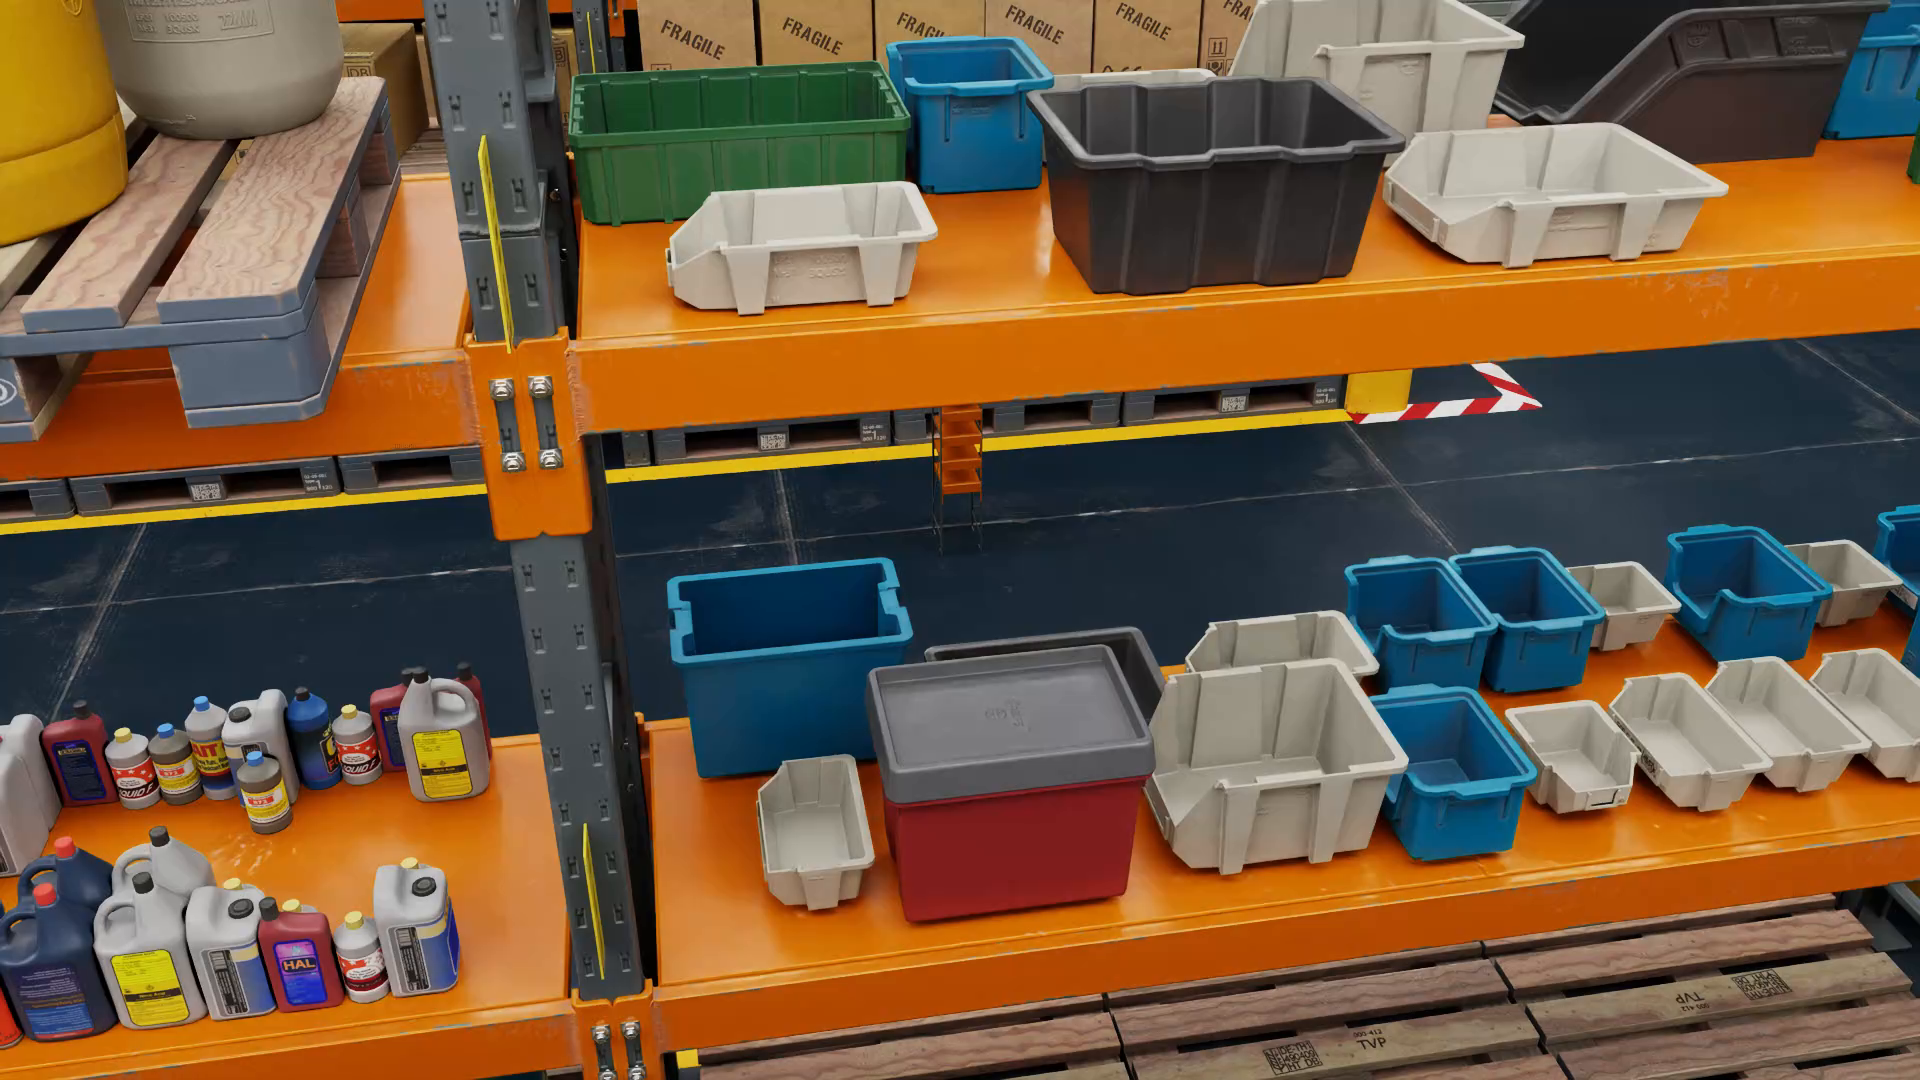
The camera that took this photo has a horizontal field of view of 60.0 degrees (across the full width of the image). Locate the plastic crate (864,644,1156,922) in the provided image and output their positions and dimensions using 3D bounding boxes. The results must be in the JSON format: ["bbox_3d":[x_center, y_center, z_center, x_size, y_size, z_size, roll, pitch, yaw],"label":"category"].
[{"bbox_3d":[0.101,0.553,3.728,0.583,0.464,0.402,-5,31,-9],"label":"plastic crate"}]

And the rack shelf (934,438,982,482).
[{"bbox_3d":[-0.014,-0.374,7.527,0.180,0.103,0.258,-5,31,-9],"label":"rack shelf"}]

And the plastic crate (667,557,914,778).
[{"bbox_3d":[-0.425,0.331,4.184,0.575,0.384,0.392,-5,31,-9],"label":"plastic crate"}]

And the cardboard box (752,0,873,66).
[{"bbox_3d":[-0.689,-2.331,7.670,0.500,0.500,0.500,-6,31,-10],"label":"cardboard box"}]

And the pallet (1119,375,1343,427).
[{"bbox_3d":[1.365,-0.990,9.225,1.213,0.211,1.003,-5,31,-9],"label":"pallet"}]

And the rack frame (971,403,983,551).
[{"bbox_3d":[0.076,-0.524,7.458,0.006,1.200,0.240,-5,31,-9],"label":"rack frame"}]

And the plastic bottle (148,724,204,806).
[{"bbox_3d":[-1.921,0.540,4.068,0.097,0.201,0.097,0,30,0],"label":"plastic bottle"}]

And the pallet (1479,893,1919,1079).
[{"bbox_3d":[2.294,1.456,5.066,1.213,0.211,1.003,-5,31,-9],"label":"pallet"}]

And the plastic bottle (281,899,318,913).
[{"bbox_3d":[-1.403,0.852,3.538,0.097,0.201,0.097,0,30,0],"label":"plastic bottle"}]

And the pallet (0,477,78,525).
[{"bbox_3d":[-4.904,-0.389,8.203,1.213,0.211,1.003,-5,31,-9],"label":"pallet"}]

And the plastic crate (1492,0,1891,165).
[{"bbox_3d":[1.560,-1.066,3.705,0.767,0.338,0.504,-5,31,-9],"label":"plastic crate"}]

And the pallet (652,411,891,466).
[{"bbox_3d":[-1.035,-0.767,8.846,1.213,0.211,1.003,-5,31,-9],"label":"pallet"}]

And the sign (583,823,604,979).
[{"bbox_3d":[-0.725,0.718,3.296,0.005,0.325,0.100,-5,31,-9],"label":"sign"}]

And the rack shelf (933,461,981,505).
[{"bbox_3d":[-0.014,-0.271,7.588,0.180,0.103,0.258,-5,31,-9],"label":"rack shelf"}]

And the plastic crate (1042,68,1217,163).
[{"bbox_3d":[0.360,-0.922,3.660,0.466,0.136,0.293,-5,31,-9],"label":"plastic crate"}]

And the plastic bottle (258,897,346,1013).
[{"bbox_3d":[-1.371,0.854,3.453,0.133,0.283,0.061,-5,31,-9],"label":"plastic bottle"}]

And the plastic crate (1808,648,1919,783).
[{"bbox_3d":[2.343,0.450,4.226,0.243,0.136,0.396,-5,31,-9],"label":"plastic crate"}]

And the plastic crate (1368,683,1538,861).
[{"bbox_3d":[1.138,0.559,3.945,0.300,0.233,0.416,-5,31,-9],"label":"plastic crate"}]

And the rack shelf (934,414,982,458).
[{"bbox_3d":[-0.014,-0.478,7.466,0.180,0.103,0.258,-5,31,-9],"label":"rack shelf"}]

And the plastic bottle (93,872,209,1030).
[{"bbox_3d":[-1.668,0.831,3.425,0.185,0.351,0.144,-5,31,-9],"label":"plastic bottle"}]

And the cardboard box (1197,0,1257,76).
[{"bbox_3d":[1.339,-2.522,7.995,0.500,0.500,0.500,-4,31,-8],"label":"cardboard box"}]

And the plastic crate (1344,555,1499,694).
[{"bbox_3d":[1.220,0.250,4.471,0.300,0.233,0.416,-5,31,-9],"label":"plastic crate"}]

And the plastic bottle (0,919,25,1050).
[{"bbox_3d":[-2.007,0.893,3.394,0.135,0.276,0.152,-5,31,-9],"label":"plastic bottle"}]

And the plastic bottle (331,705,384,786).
[{"bbox_3d":[-1.501,0.501,4.134,0.097,0.201,0.097,0,30,0],"label":"plastic bottle"}]

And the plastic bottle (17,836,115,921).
[{"bbox_3d":[-1.875,0.776,3.519,0.185,0.351,0.144,-5,31,-9],"label":"plastic bottle"}]

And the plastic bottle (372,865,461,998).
[{"bbox_3d":[-1.152,0.814,3.529,0.135,0.276,0.152,-5,31,-9],"label":"plastic bottle"}]

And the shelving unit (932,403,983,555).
[{"bbox_3d":[-0.014,-0.516,7.444,0.189,1.200,0.258,-5,31,-9],"label":"shelving unit"}]

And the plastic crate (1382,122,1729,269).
[{"bbox_3d":[1.124,-0.669,3.229,0.530,0.136,0.437,-5,31,-9],"label":"plastic crate"}]

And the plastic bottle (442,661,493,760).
[{"bbox_3d":[-1.260,0.434,4.167,0.133,0.283,0.061,-5,31,-9],"label":"plastic bottle"}]

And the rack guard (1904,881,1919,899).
[{"bbox_3d":[3.134,1.267,5.102,0.348,0.500,1.175,-5,31,-9],"label":"rack guard"}]

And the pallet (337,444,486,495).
[{"bbox_3d":[-2.504,-0.612,8.582,1.213,0.211,1.003,-5,31,-9],"label":"pallet"}]

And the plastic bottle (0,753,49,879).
[{"bbox_3d":[-2.230,0.629,3.843,0.135,0.276,0.152,-5,31,-9],"label":"plastic bottle"}]

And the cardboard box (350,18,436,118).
[{"bbox_3d":[-4.097,-3.424,12.320,0.750,0.750,0.750,-4,31,-7],"label":"cardboard box"}]

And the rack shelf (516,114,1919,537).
[{"bbox_3d":[1.145,-0.602,3.566,4.000,0.370,1.077,-5,31,-9],"label":"rack shelf"}]

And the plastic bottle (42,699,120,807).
[{"bbox_3d":[-2.133,0.515,4.030,0.133,0.283,0.061,-5,31,-9],"label":"plastic bottle"}]

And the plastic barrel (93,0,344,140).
[{"bbox_3d":[-1.385,-1.047,3.063,0.433,0.535,0.433,0,30,0],"label":"plastic barrel"}]

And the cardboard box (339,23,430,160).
[{"bbox_3d":[-2.882,-2.105,7.858,0.500,0.500,0.700,-1,30,-1],"label":"cardboard box"}]

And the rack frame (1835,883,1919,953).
[{"bbox_3d":[3.112,0.198,4.454,0.127,3.000,1.000,-5,31,-9],"label":"rack frame"}]

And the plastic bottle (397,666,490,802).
[{"bbox_3d":[-1.267,0.459,4.060,0.185,0.351,0.144,-5,31,-9],"label":"plastic bottle"}]

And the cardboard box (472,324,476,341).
[{"bbox_3d":[-2.145,-0.831,8.236,0.500,0.500,0.500,-5,31,-9],"label":"cardboard box"}]

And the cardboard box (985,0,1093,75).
[{"bbox_3d":[0.324,-2.425,7.830,0.500,0.500,0.500,-4,31,-7],"label":"cardboard box"}]

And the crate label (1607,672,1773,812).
[{"bbox_3d":[1.785,0.507,4.129,0.243,0.136,0.396,-5,31,-9],"label":"crate label"}]

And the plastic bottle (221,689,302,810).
[{"bbox_3d":[-1.706,0.502,4.059,0.135,0.276,0.152,-5,31,-9],"label":"plastic bottle"}]

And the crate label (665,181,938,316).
[{"bbox_3d":[-0.289,-0.517,2.971,0.466,0.136,0.293,-5,31,-9],"label":"crate label"}]

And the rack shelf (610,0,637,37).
[{"bbox_3d":[-0.639,-4.249,12.726,4.000,0.370,1.077,-5,31,-9],"label":"rack shelf"}]

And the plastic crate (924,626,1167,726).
[{"bbox_3d":[0.230,0.420,4.289,0.590,0.125,0.437,-5,31,-9],"label":"plastic crate"}]

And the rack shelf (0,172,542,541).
[{"bbox_3d":[-2.790,-0.237,2.945,4.000,0.370,1.077,-5,31,-9],"label":"rack shelf"}]

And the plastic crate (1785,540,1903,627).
[{"bbox_3d":[2.480,0.132,4.767,0.298,0.136,0.250,-5,31,-9],"label":"plastic crate"}]

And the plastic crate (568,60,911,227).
[{"bbox_3d":[-0.460,-0.828,3.449,0.662,0.188,0.450,-5,31,-9],"label":"plastic crate"}]

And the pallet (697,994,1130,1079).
[{"bbox_3d":[-0.106,1.679,4.687,1.213,0.211,1.003,-5,31,-9],"label":"pallet"}]

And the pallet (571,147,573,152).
[{"bbox_3d":[-3.352,-3.066,12.757,1.213,0.211,1.003,-5,31,-9],"label":"pallet"}]

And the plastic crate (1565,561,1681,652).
[{"bbox_3d":[1.812,0.194,4.662,0.298,0.136,0.250,-5,31,-9],"label":"plastic crate"}]

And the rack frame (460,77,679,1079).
[{"bbox_3d":[-0.822,0.563,3.833,0.127,3.000,1.000,-5,31,-9],"label":"rack frame"}]
